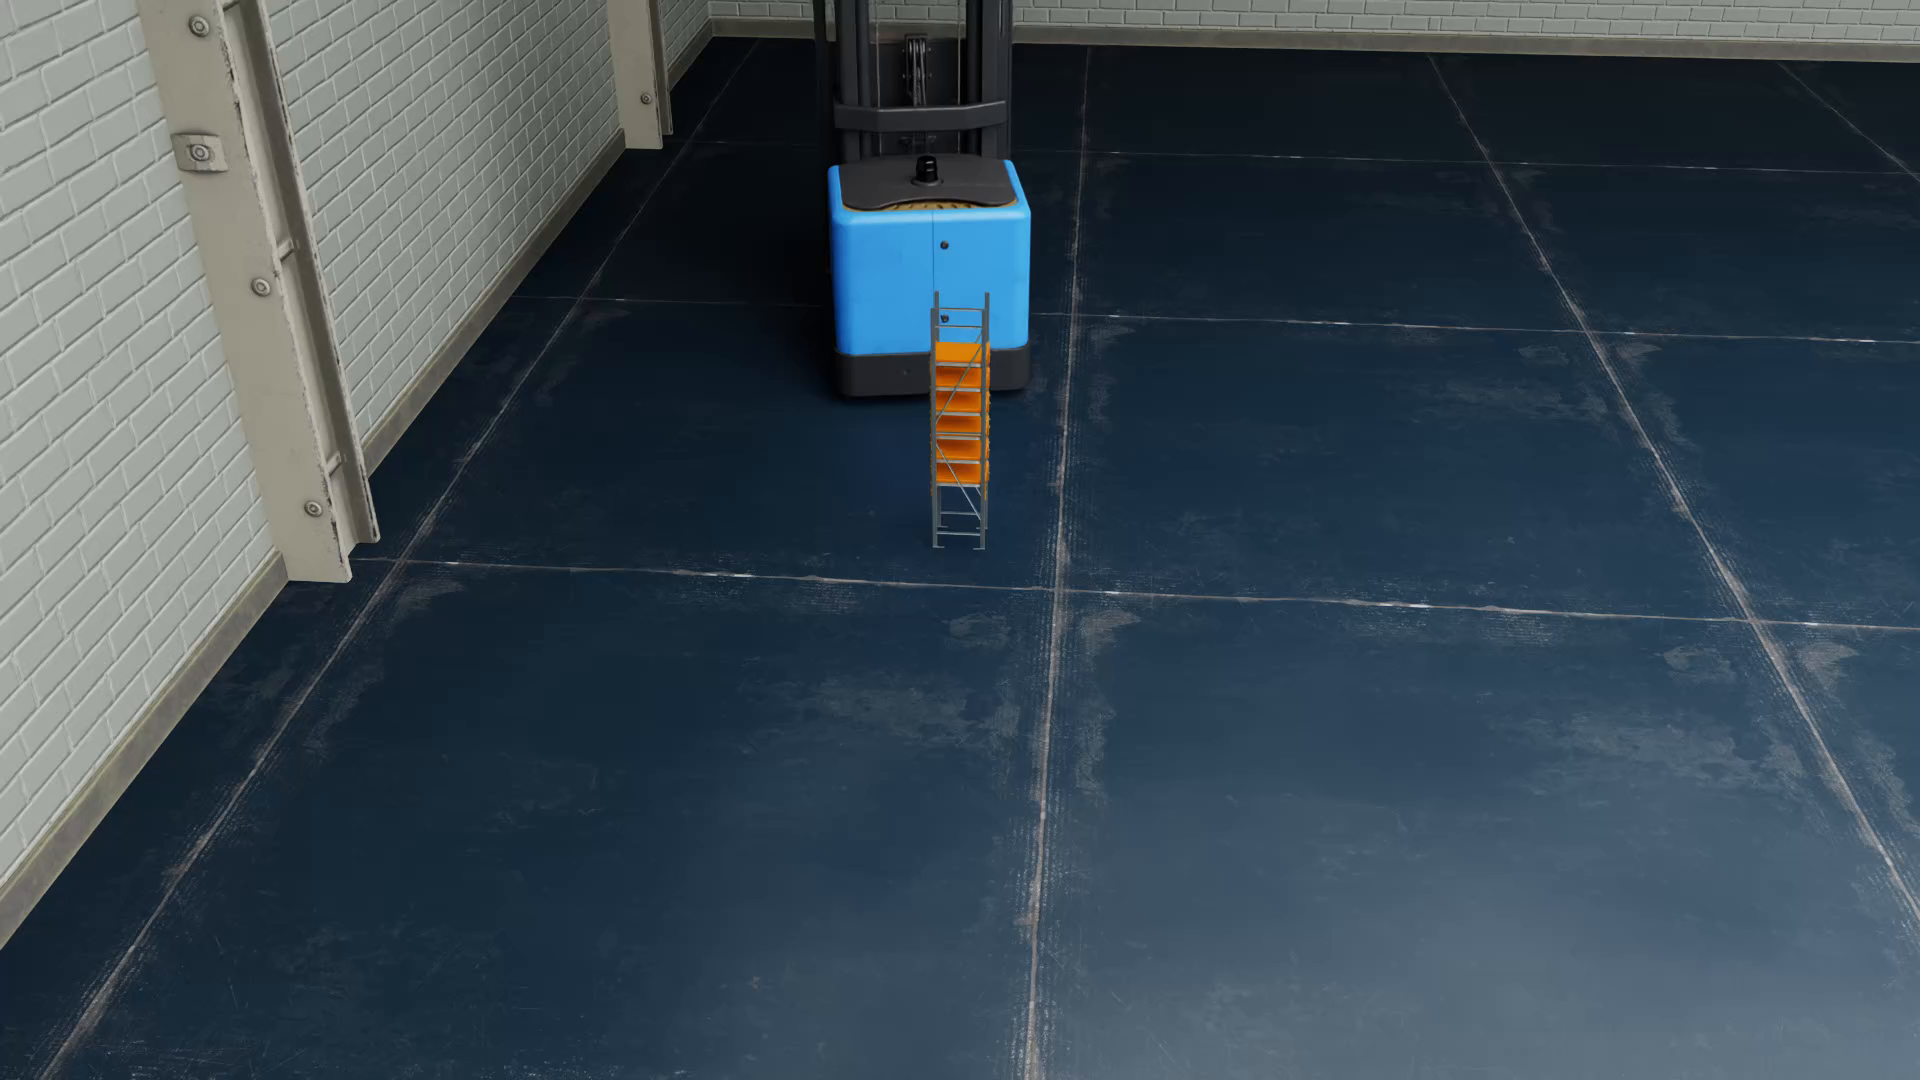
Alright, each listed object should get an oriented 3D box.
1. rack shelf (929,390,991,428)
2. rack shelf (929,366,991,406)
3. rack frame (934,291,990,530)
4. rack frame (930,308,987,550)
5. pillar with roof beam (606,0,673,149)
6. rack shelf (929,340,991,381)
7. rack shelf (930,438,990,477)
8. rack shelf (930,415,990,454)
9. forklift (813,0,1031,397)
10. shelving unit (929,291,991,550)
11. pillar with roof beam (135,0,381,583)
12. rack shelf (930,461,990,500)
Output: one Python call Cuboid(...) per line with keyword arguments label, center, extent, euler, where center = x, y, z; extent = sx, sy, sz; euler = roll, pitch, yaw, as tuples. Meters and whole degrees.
Cuboid(label="rack shelf", center=(0.001, -0.583, 7.408), extent=(0.258, 0.103, 0.180), euler=(2, 32, 4))
Cuboid(label="rack shelf", center=(0.001, -0.685, 7.345), extent=(0.258, 0.103, 0.180), euler=(2, 32, 4))
Cuboid(label="rack frame", center=(0.009, -0.566, 7.525), extent=(0.240, 1.200, 0.006), euler=(2, 32, 4))
Cuboid(label="rack frame", center=(-0.006, -0.471, 7.370), extent=(0.240, 1.200, 0.006), euler=(2, 32, 4))
Cuboid(label="pillar with roof beam", center=(1.903, -6.703, 10.050), extent=(9.100, 9.000, 0.400), euler=(2, 32, 4))
Cuboid(label="rack shelf", center=(0.001, -0.787, 7.282), extent=(0.258, 0.103, 0.180), euler=(2, 32, 4))
Cuboid(label="rack shelf", center=(0.001, -0.378, 7.534), extent=(0.258, 0.103, 0.180), euler=(2, 32, 4))
Cuboid(label="rack shelf", center=(0.001, -0.481, 7.471), extent=(0.258, 0.103, 0.180), euler=(2, 32, 4))
Cuboid(label="forklift", center=(-0.280, -2.761, 9.436), extent=(1.130, 2.935, 3.031), euler=(-3, 32, -5))
Cuboid(label="shelving unit", center=(0.001, -0.518, 7.447), extent=(0.258, 1.200, 0.189), euler=(2, 32, 4))
Cuboid(label="pillar with roof beam", center=(1.414, -3.566, 4.959), extent=(9.100, 9.000, 0.400), euler=(2, 32, 4))
Cuboid(label="rack shelf", center=(0.001, -0.276, 7.597), extent=(0.258, 0.103, 0.180), euler=(2, 32, 4))
